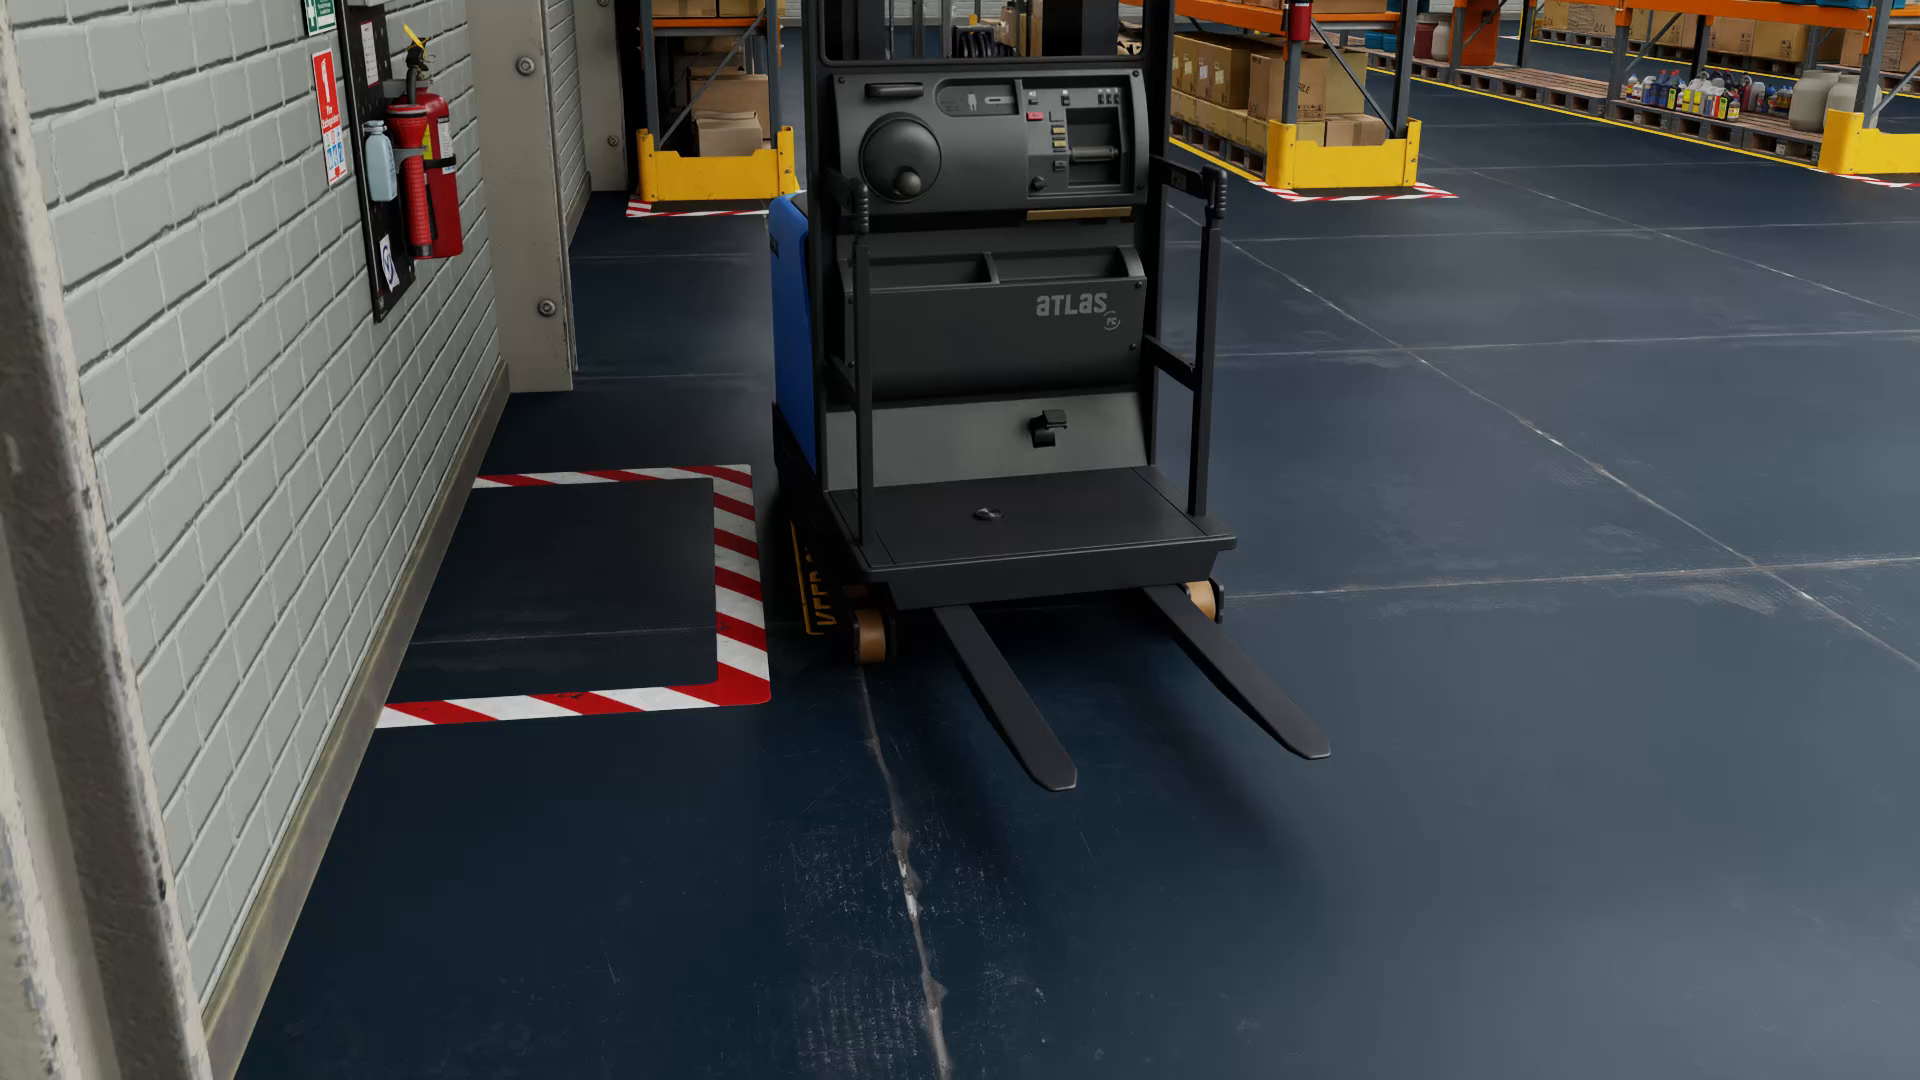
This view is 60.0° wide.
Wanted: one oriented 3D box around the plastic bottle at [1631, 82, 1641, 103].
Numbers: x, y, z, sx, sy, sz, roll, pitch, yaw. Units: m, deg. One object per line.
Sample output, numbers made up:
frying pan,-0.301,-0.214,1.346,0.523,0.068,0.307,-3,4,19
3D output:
plastic bottle,7.006,-4.635,17.209,0.097,0.201,0.097,0,20,0

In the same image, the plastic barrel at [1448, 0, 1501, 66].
plastic barrel,6.715,-6.641,21.710,0.600,0.830,0.708,-3,21,-8

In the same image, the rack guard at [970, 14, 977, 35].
rack guard,0.758,-8.616,28.071,1.175,0.500,0.348,-3,21,-8

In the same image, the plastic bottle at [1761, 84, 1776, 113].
plastic bottle,7.910,-4.317,16.258,0.097,0.271,0.097,0,20,0

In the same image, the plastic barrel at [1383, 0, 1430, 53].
plastic barrel,6.390,-7.456,23.792,0.600,0.901,0.708,-3,21,-8

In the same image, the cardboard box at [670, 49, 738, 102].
cardboard box,-2.671,-4.873,17.420,0.700,0.500,0.500,-3,21,-9

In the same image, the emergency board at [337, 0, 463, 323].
emergency board,-1.621,-1.286,4.873,0.194,1.169,0.643,-3,21,-8

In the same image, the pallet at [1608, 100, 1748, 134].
pallet,7.435,-4.366,17.105,1.003,0.211,1.213,-3,21,-8

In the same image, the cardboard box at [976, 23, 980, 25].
cardboard box,0.467,-8.522,27.691,0.380,0.149,0.250,-3,21,-8

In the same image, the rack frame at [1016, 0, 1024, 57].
rack frame,1.324,-8.428,23.996,1.000,3.000,0.127,-3,21,-8

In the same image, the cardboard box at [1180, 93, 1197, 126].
cardboard box,2.378,-4.045,15.588,0.500,0.250,0.500,-3,21,-8

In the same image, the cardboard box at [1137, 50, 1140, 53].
cardboard box,2.135,-4.956,17.226,0.500,0.311,0.500,-3,21,-8

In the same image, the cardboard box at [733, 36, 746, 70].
cardboard box,-2.846,-5.581,19.315,0.700,0.500,0.500,-3,21,-7

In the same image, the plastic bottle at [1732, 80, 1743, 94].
plastic bottle,7.734,-4.440,16.570,0.061,0.283,0.133,-3,21,-8

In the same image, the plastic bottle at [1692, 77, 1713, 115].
plastic bottle,7.200,-4.295,16.086,0.144,0.351,0.185,-2,21,-6

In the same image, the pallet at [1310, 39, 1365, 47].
pallet,6.082,-7.623,25.825,1.003,0.211,1.213,-3,21,-8

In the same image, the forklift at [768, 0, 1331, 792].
forklift,0.152,-1.161,4.637,1.130,2.935,3.031,-5,21,-13

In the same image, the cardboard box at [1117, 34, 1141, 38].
cardboard box,1.841,-5.661,19.113,0.500,0.311,0.500,-3,21,-9

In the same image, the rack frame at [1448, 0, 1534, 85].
rack frame,6.803,-7.292,20.953,1.000,3.000,0.127,-3,21,-8

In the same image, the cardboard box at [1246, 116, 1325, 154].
cardboard box,2.684,-3.353,13.736,0.500,0.250,0.500,-3,21,-8

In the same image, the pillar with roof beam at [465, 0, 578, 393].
pillar with roof beam,2.320,-5.171,6.701,9.100,9.000,0.400,-3,21,-8

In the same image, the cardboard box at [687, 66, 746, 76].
cardboard box,-2.235,-4.085,15.311,0.500,0.500,0.500,-4,21,-12

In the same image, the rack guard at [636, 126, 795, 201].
rack guard,-1.859,-2.878,12.707,1.175,0.500,0.348,-3,21,-8

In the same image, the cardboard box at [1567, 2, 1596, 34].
cardboard box,10.853,-8.981,27.910,0.875,0.875,0.875,-3,21,-8

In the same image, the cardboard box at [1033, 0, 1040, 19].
cardboard box,1.296,-7.289,22.816,0.500,0.250,0.500,-3,21,-8

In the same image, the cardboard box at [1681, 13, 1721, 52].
cardboard box,11.369,-7.598,24.209,1.225,0.875,0.875,-4,21,-10

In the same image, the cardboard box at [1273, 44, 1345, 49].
cardboard box,3.038,-4.076,14.600,0.500,0.500,0.500,-3,21,-8

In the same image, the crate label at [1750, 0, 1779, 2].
crate label,7.423,-5.162,15.200,0.502,0.435,0.616,-3,21,-8

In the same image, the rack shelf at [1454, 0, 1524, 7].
rack shelf,6.514,-7.648,22.933,1.077,0.370,4.000,-3,21,-8

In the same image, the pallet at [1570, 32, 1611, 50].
pallet,10.916,-8.311,27.667,1.003,0.211,1.213,-3,21,-8

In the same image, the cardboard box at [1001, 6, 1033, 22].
cardboard box,1.048,-8.115,26.096,0.797,0.503,0.637,-3,21,-8

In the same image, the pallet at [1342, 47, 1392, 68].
pallet,6.296,-7.101,24.428,1.003,0.211,1.213,-3,21,-8

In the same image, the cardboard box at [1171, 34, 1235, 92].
cardboard box,2.314,-4.569,15.921,0.500,0.500,0.500,-3,21,-8

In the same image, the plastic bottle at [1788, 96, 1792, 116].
plastic bottle,7.988,-4.179,15.870,0.061,0.283,0.133,-3,21,-7

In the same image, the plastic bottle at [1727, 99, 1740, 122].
plastic bottle,7.257,-4.031,15.593,0.097,0.201,0.097,0,20,0

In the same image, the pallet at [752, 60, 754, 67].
pallet,-3.213,-6.184,21.973,1.003,0.211,1.213,-3,21,-8

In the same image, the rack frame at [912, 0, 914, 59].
rack frame,-0.345,-1.457,6.616,0.400,2.100,0.015,-5,21,-13

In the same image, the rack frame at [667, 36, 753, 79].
rack frame,-3.001,-6.792,19.615,1.000,3.000,0.127,-3,21,-8

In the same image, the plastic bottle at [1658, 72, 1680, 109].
plastic bottle,7.112,-4.507,16.652,0.144,0.351,0.185,-4,21,-10

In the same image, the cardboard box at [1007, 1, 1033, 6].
cardboard box,1.069,-8.673,27.593,0.500,0.500,0.500,-3,21,-8

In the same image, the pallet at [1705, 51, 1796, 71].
pallet,11.492,-6.934,23.979,1.003,0.211,1.213,-3,21,-8

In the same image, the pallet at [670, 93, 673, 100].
pallet,-2.717,-4.794,18.250,1.003,0.211,1.213,-3,21,-8

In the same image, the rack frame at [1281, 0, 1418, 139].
rack frame,3.054,-4.274,12.872,1.000,3.000,0.127,-3,21,-8

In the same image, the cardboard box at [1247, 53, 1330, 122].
cardboard box,2.682,-3.704,13.605,0.500,0.500,0.500,-3,21,-8

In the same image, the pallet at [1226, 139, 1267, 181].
pallet,2.902,-3.230,14.063,1.003,0.211,1.213,-3,21,-8

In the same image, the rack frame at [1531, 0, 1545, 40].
rack frame,10.551,-10.312,29.038,1.000,3.000,0.127,-3,21,-8

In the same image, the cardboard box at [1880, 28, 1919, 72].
cardboard box,11.913,-6.155,20.851,0.700,0.500,0.500,-5,21,-12

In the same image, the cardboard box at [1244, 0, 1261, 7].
cardboard box,2.853,-4.837,14.236,0.700,0.500,0.500,-3,21,-7

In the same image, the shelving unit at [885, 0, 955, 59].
shelving unit,-0.285,-1.374,6.394,0.431,2.100,0.503,-5,21,-13

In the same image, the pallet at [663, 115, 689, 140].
pallet,-2.293,-3.870,15.777,1.003,0.211,1.213,-3,21,-8

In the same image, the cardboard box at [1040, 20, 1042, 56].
cardboard box,1.377,-6.751,22.449,0.500,0.500,0.500,-4,21,-10

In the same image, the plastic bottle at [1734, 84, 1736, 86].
plastic bottle,7.850,-4.512,16.762,0.061,0.283,0.133,-2,21,-4
